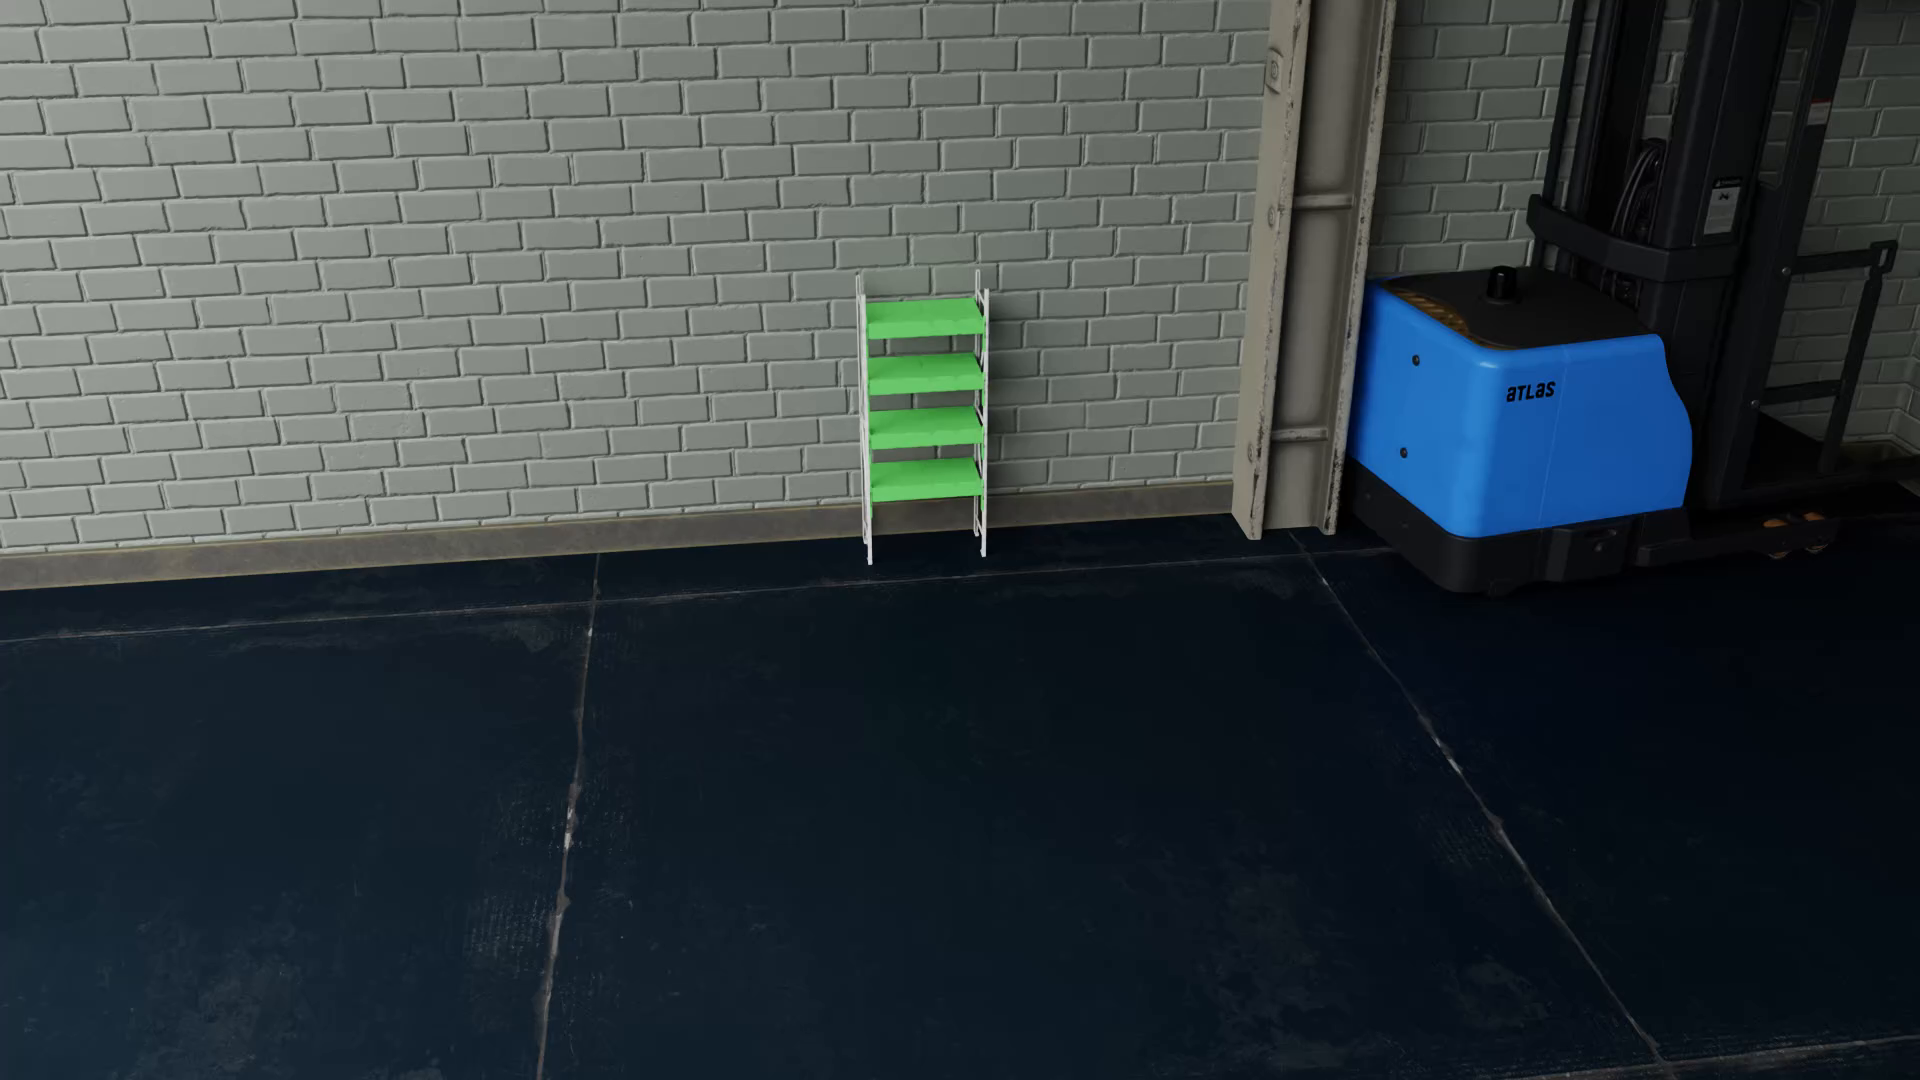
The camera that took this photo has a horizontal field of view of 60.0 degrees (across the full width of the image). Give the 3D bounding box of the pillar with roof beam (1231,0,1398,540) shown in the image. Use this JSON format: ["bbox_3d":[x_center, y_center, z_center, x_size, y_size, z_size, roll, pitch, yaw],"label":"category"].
[{"bbox_3d":[2.036,-2.140,1.564,0.400,9.000,9.100,-4,27,-7],"label":"pillar with roof beam"}]

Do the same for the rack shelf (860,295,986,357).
[{"bbox_3d":[-0.153,-0.863,6.702,0.480,0.148,0.258,-4,28,-8],"label":"rack shelf"}]

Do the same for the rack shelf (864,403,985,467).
[{"bbox_3d":[-0.154,-0.441,6.929,0.480,0.148,0.258,-4,28,-8],"label":"rack shelf"}]

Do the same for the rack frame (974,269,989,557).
[{"bbox_3d":[0.087,-0.513,6.931,0.015,1.200,0.240,-4,28,-8],"label":"rack frame"}]

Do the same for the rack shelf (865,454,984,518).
[{"bbox_3d":[-0.155,-0.229,7.042,0.480,0.148,0.258,-4,28,-8],"label":"rack shelf"}]

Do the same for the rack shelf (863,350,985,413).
[{"bbox_3d":[-0.154,-0.652,6.815,0.480,0.148,0.258,-4,28,-8],"label":"rack shelf"}]

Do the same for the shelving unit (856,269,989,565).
[{"bbox_3d":[-0.154,-0.497,6.898,0.503,1.200,0.258,-4,28,-8],"label":"shelving unit"}]

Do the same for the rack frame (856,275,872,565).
[{"bbox_3d":[-0.395,-0.480,6.866,0.015,1.200,0.240,-4,28,-8],"label":"rack frame"}]

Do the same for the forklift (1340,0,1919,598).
[{"bbox_3d":[3.251,-1.449,6.863,3.031,2.935,1.130,-8,28,-15],"label":"forklift"}]
